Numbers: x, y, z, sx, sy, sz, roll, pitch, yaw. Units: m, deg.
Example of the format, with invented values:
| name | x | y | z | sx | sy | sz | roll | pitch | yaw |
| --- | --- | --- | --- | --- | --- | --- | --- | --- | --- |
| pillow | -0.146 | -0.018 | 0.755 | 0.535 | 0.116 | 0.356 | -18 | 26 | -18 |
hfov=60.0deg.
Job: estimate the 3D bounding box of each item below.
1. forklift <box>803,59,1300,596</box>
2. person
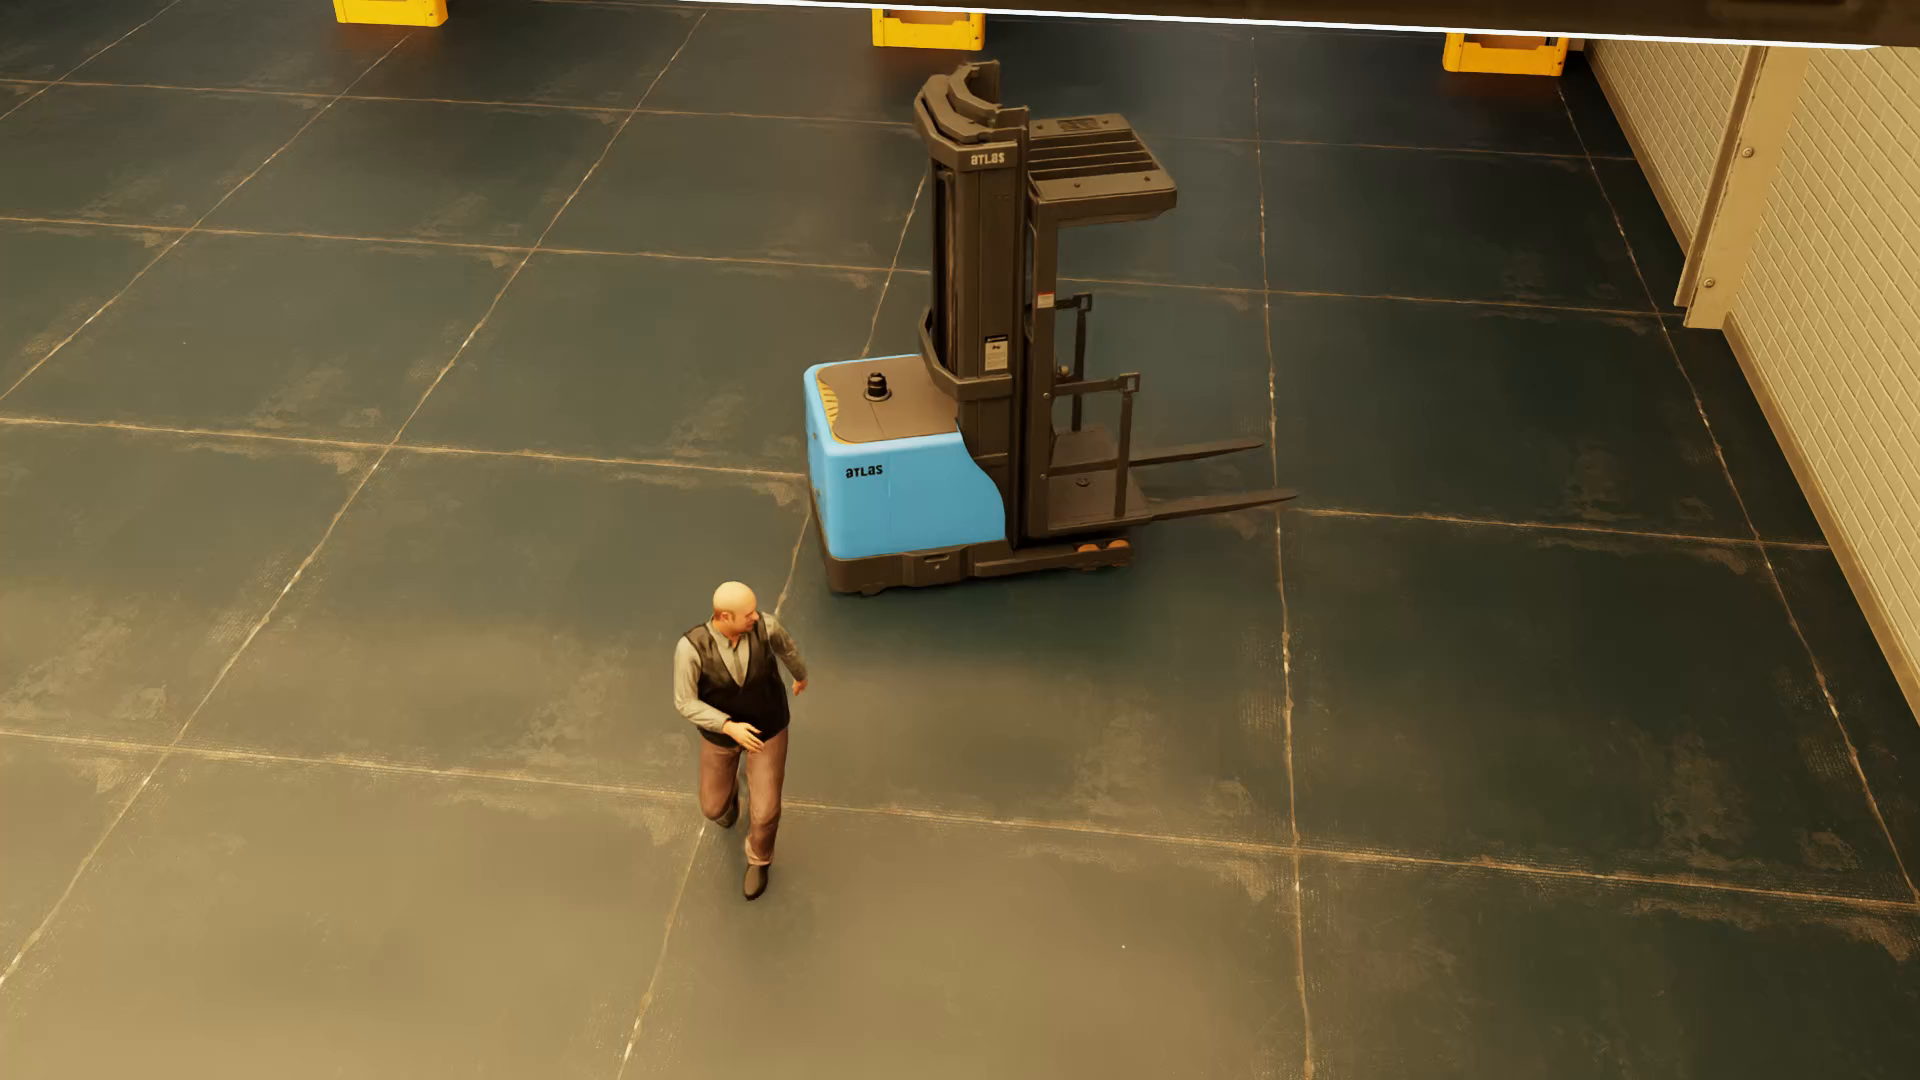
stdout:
| name | x | y | z | sx | sy | sz | roll | pitch | yaw |
| --- | --- | --- | --- | --- | --- | --- | --- | --- | --- |
| forklift | 0.602 | -1.289 | 9.779 | 3.031 | 2.935 | 1.130 | -7 | 37 | -10 |
| person | -1.025 | 0.880 | 7.935 | 0.601 | 1.648 | 0.760 | -3 | 36 | -4 |
